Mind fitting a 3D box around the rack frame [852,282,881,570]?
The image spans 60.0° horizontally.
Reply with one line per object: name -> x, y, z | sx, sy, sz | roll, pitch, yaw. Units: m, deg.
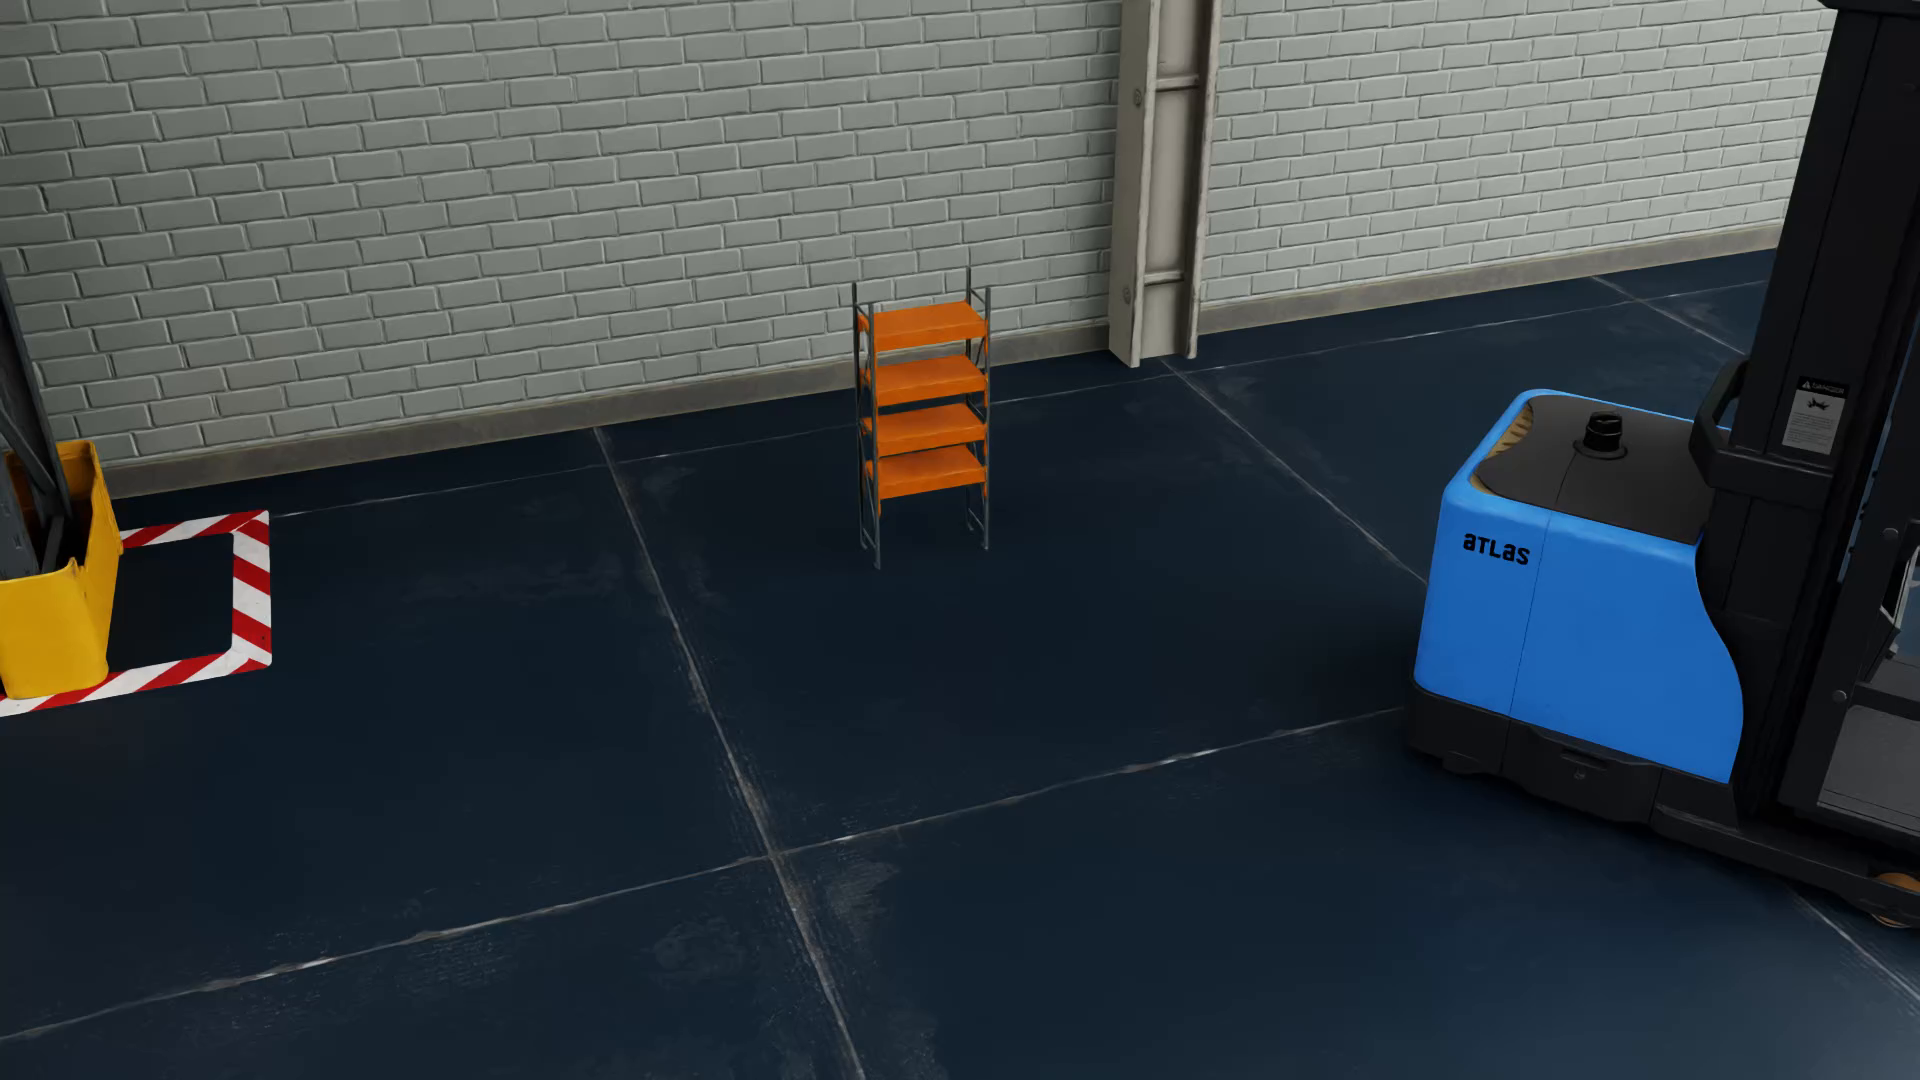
rack frame -> -0.384, -0.451, 6.829 | 0.015, 1.200, 0.240 | -10, 31, -18

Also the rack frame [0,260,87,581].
rack frame -> -3.617, -0.993, 5.962 | 0.127, 3.000, 1.000 | -10, 31, -18

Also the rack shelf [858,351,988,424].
rack shelf -> -0.155, -0.629, 6.825 | 0.480, 0.148, 0.258 | -10, 31, -18

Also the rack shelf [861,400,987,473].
rack shelf -> -0.155, -0.434, 6.936 | 0.480, 0.148, 0.258 | -10, 31, -18

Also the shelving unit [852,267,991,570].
shelving unit -> -0.155, -0.493, 6.903 | 0.503, 1.200, 0.258 | -10, 31, -18

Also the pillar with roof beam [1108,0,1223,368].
pillar with roof beam -> 2.540, -2.936, 3.312 | 0.400, 9.000, 9.100 | -10, 31, -18

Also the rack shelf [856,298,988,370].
rack shelf -> -0.155, -0.834, 6.708 | 0.480, 0.148, 0.258 | -10, 31, -18

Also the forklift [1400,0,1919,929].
forklift -> 3.084, -0.325, 4.860 | 3.031, 2.935, 1.130 | 17, 34, 27

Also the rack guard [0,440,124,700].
rack guard -> -3.595, 0.089, 6.588 | 0.348, 0.500, 1.175 | -10, 31, -18

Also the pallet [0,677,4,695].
pallet -> -4.320, 0.370, 6.387 | 1.213, 0.211, 1.003 | -10, 31, -18

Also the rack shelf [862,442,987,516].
rack shelf -> -0.155, -0.262, 7.034 | 0.480, 0.148, 0.258 | -10, 31, -18

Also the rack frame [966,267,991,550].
rack frame -> 0.074, -0.535, 6.977 | 0.015, 1.200, 0.240 | -10, 31, -18
